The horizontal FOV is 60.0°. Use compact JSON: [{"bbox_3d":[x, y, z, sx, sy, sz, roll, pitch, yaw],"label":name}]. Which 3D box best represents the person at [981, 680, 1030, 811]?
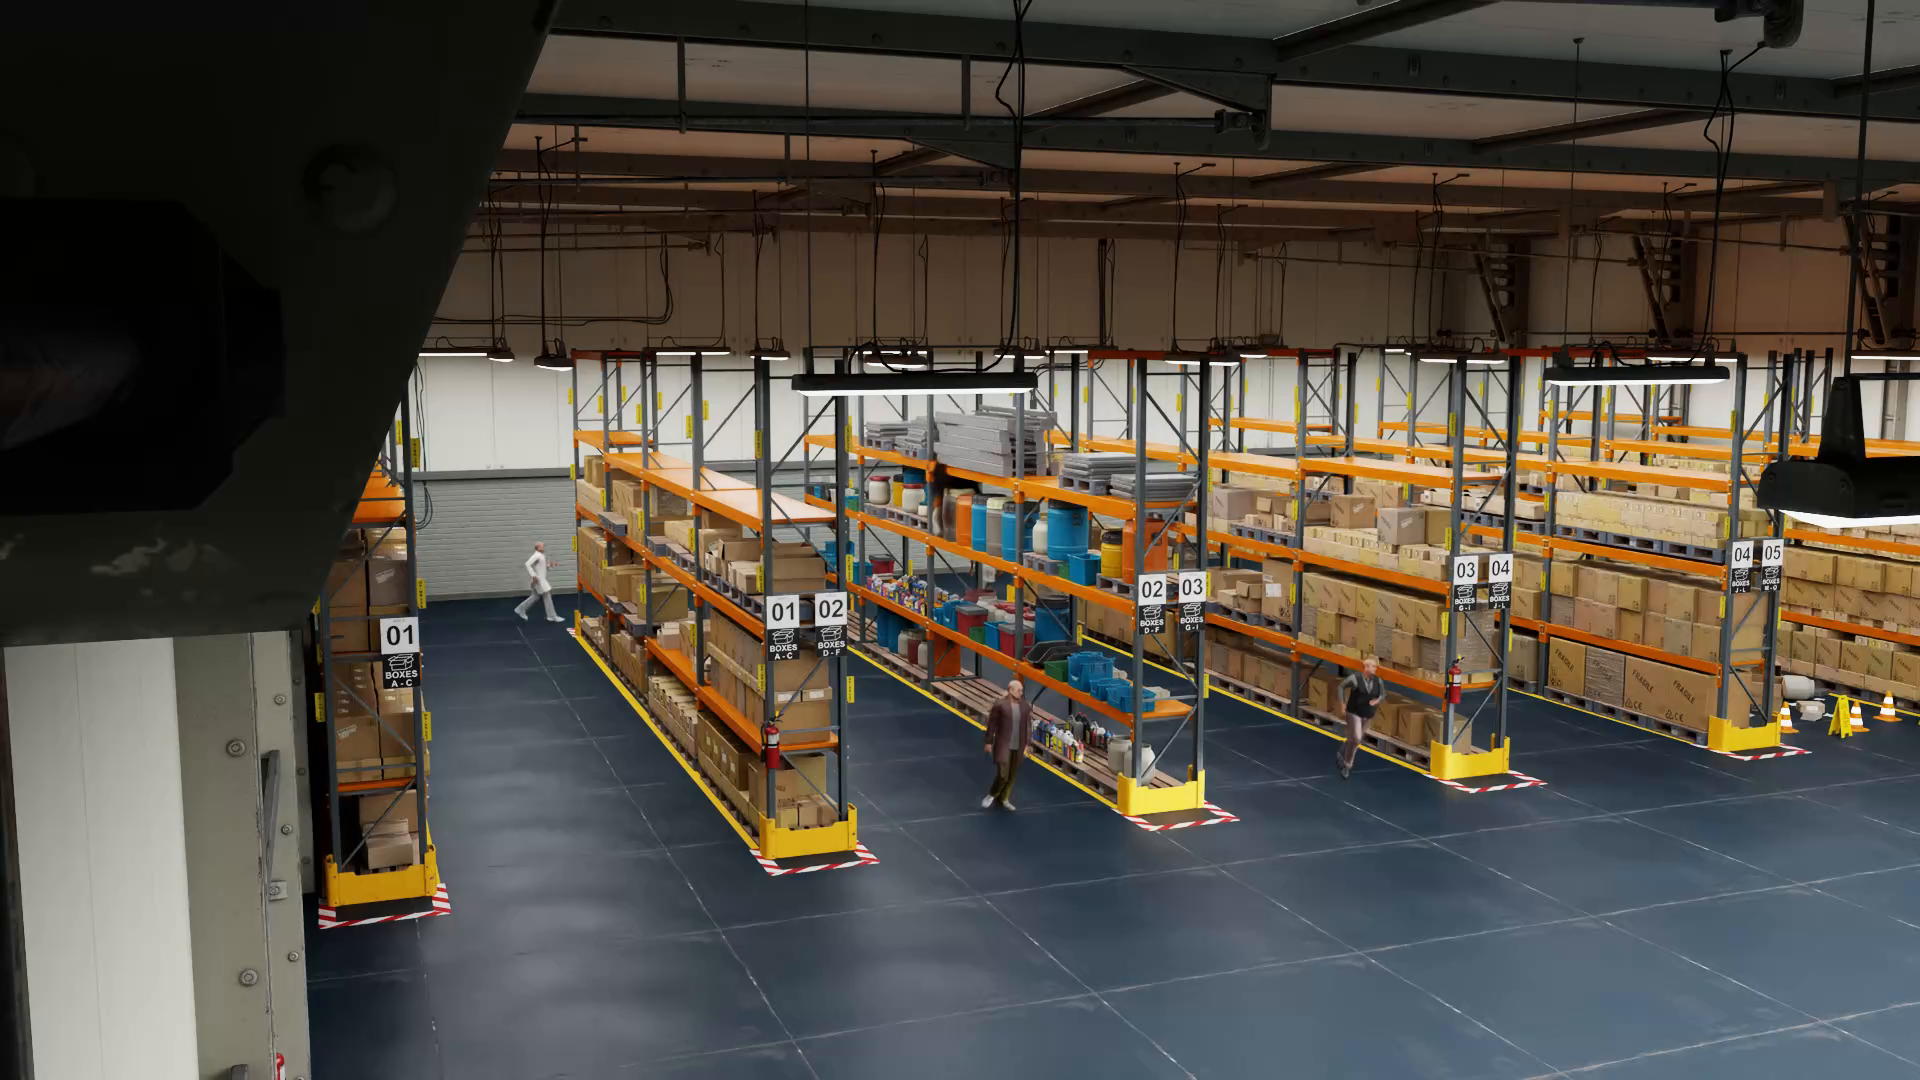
[{"bbox_3d":[0.603,2.713,21.977,0.660,1.764,0.444,-4,8,-27],"label":"person"}]

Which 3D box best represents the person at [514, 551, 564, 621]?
[{"bbox_3d":[-9.199,1.007,36.292,1.054,1.566,0.684,-2,7,-15],"label":"person"}]

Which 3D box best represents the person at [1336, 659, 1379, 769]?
[{"bbox_3d":[5.669,2.468,23.885,0.565,1.573,0.762,-2,7,-15],"label":"person"}]

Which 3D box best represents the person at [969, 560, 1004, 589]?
[{"bbox_3d":[0.589,0.916,37.253,0.728,1.540,1.101,-1,7,-8],"label":"person"}]
